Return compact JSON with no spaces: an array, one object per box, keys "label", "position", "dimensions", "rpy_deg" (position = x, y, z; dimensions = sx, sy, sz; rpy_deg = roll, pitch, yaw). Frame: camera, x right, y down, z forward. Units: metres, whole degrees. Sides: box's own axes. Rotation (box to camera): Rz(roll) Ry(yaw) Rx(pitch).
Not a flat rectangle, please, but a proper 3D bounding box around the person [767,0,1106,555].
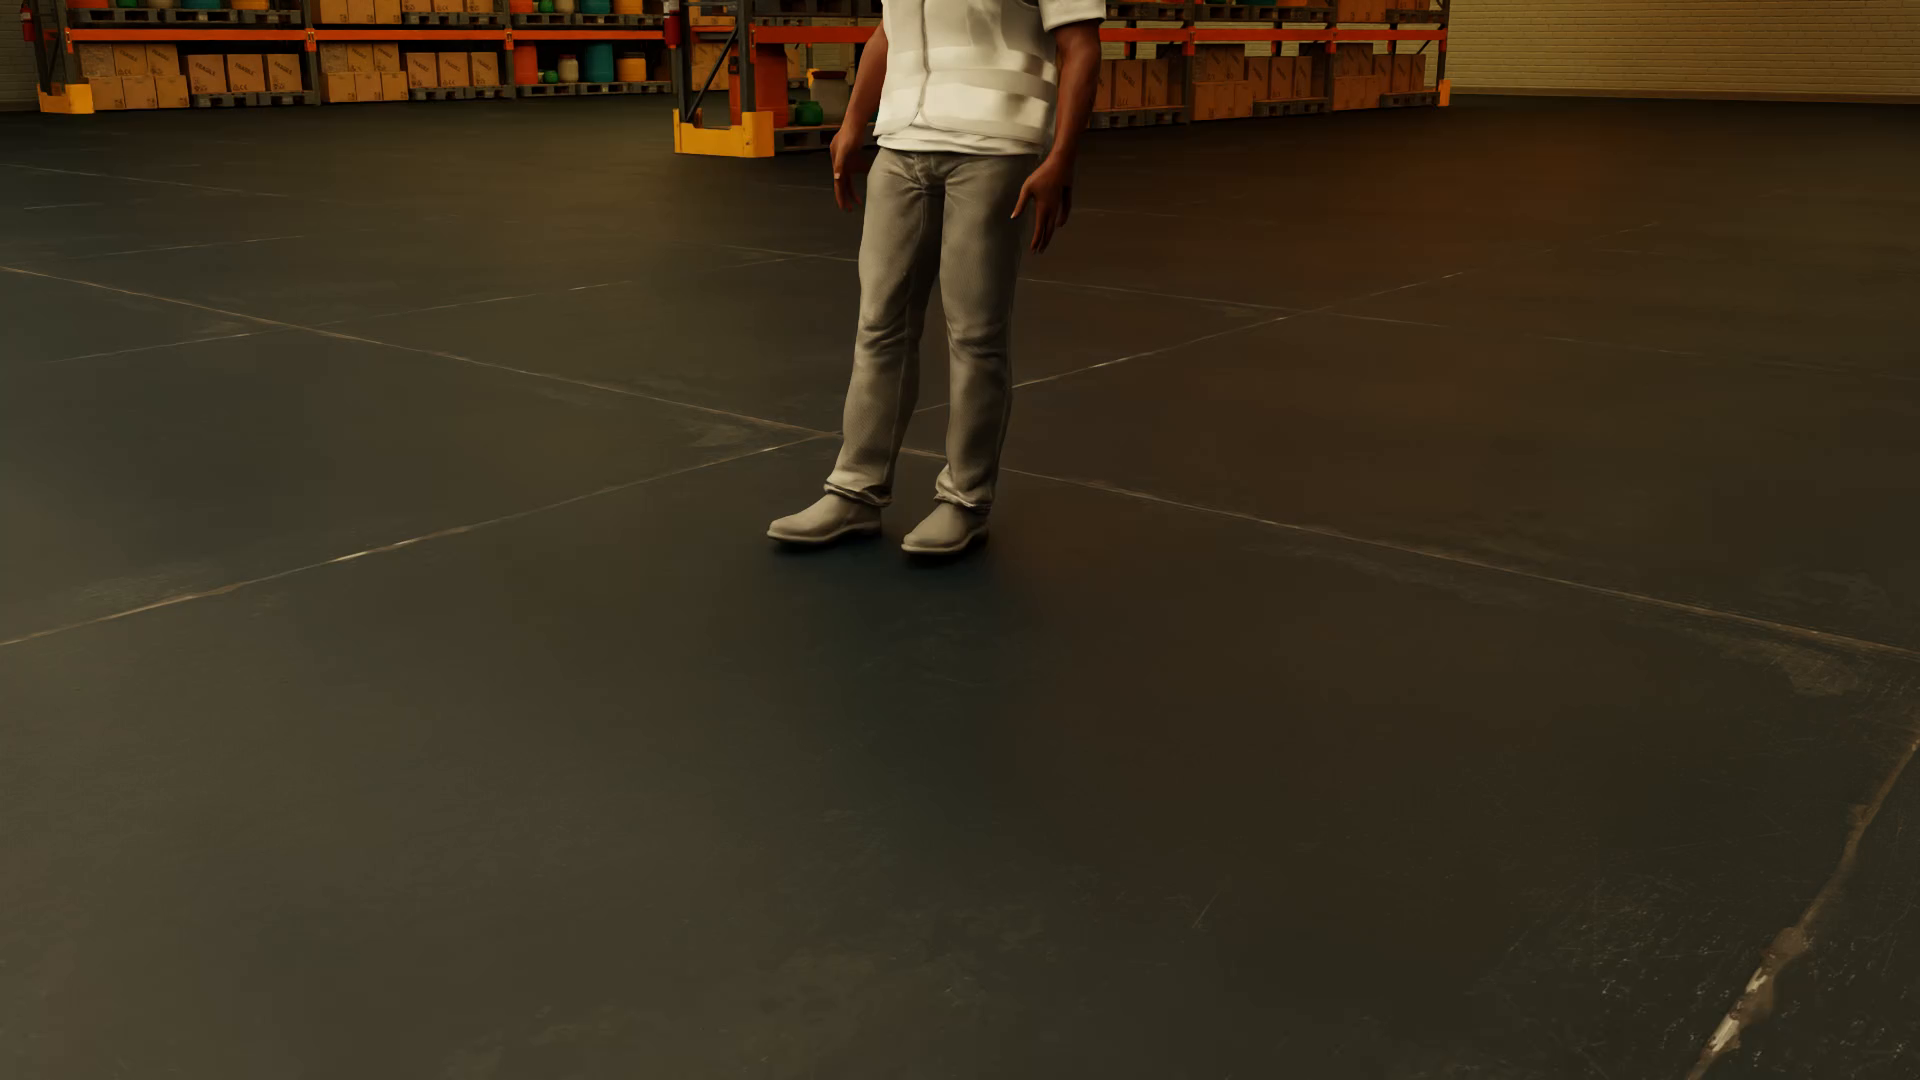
[{"label":"person","position":[-0.049,-0.838,3.636],"dimensions":[0.665,1.765,0.576],"rpy_deg":[13,21,37]}]
